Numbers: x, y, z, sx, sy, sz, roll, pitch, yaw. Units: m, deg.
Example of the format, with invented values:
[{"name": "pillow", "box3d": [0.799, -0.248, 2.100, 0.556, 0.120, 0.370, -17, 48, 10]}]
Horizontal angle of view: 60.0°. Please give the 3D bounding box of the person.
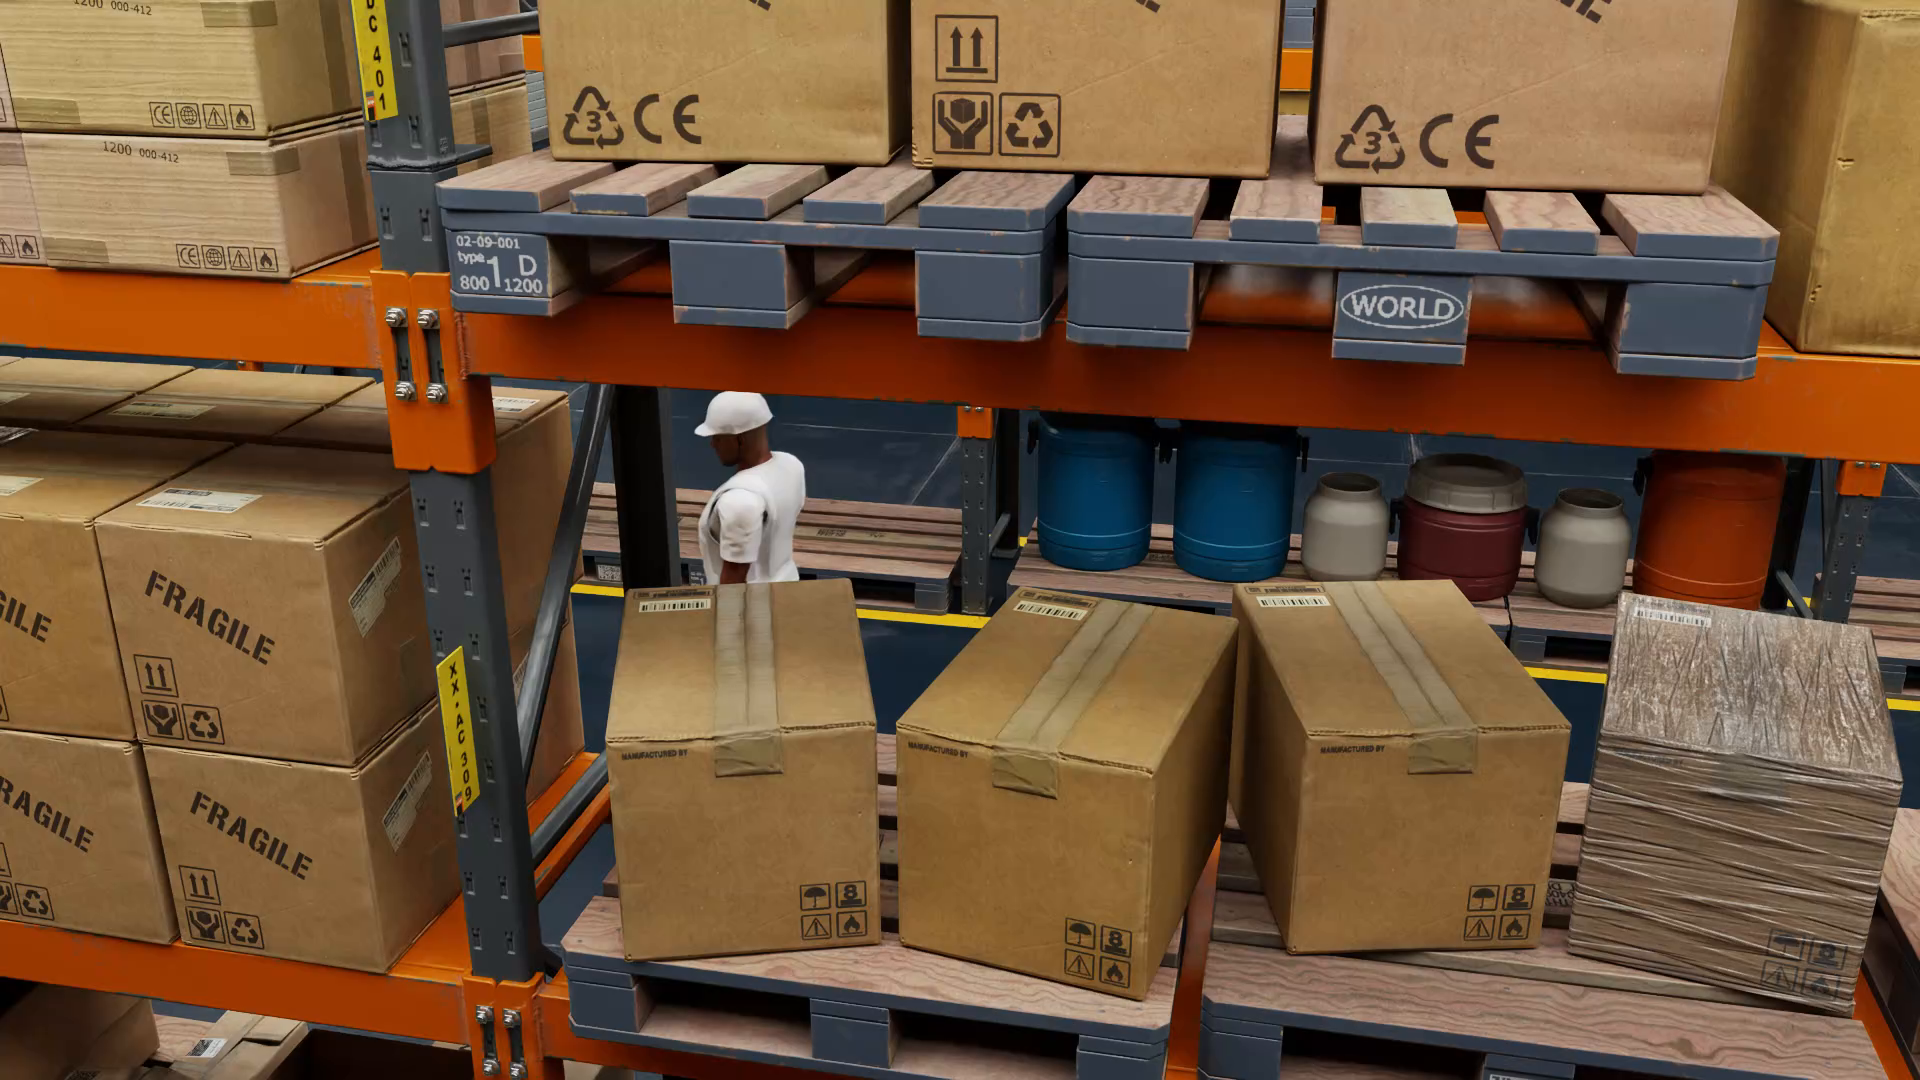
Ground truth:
[{"name": "person", "box3d": [-0.800, 0.268, 6.379, 0.368, 1.761, 0.566, 5, 22, 12]}]
